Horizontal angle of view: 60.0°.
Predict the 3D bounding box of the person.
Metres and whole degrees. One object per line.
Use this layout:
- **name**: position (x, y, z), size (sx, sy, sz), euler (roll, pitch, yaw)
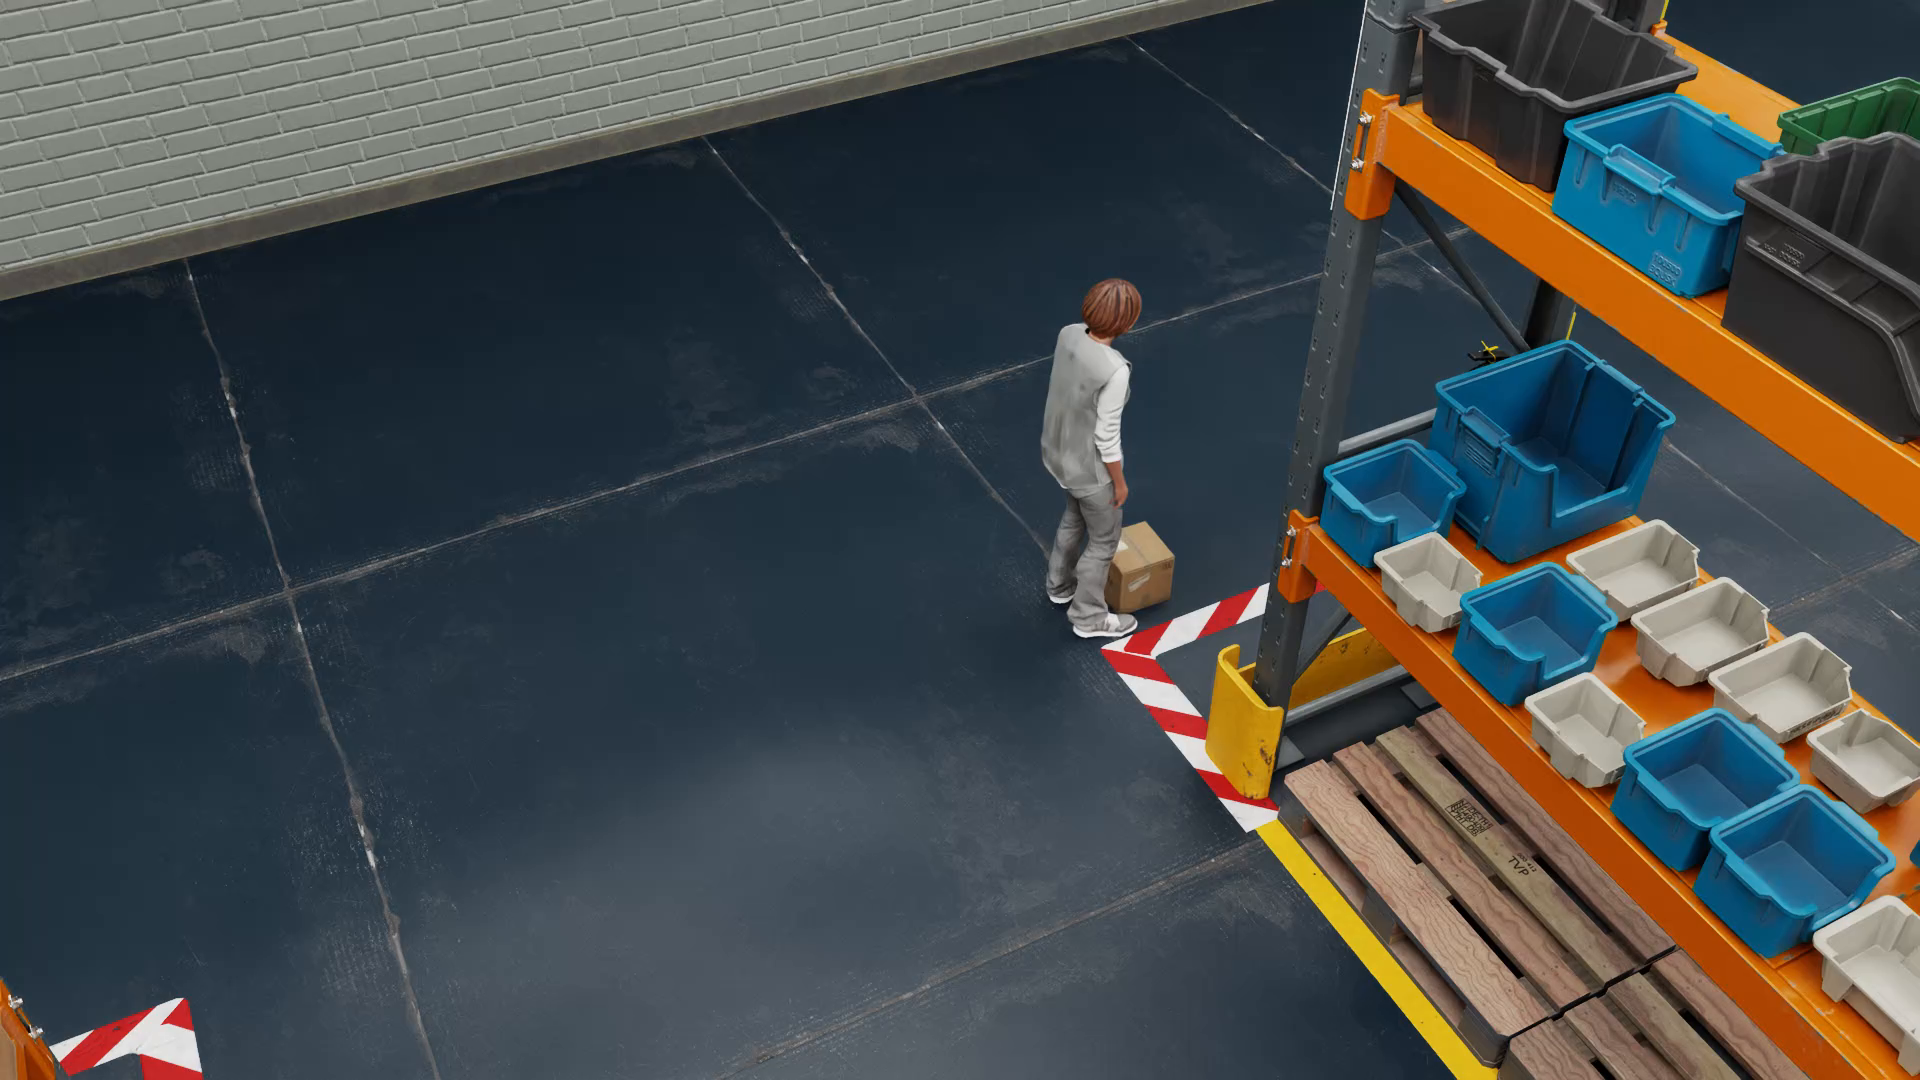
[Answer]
- **person**: position (0.539, -0.314, 6.519), size (0.280, 1.592, 0.461), euler (-18, 45, -19)
